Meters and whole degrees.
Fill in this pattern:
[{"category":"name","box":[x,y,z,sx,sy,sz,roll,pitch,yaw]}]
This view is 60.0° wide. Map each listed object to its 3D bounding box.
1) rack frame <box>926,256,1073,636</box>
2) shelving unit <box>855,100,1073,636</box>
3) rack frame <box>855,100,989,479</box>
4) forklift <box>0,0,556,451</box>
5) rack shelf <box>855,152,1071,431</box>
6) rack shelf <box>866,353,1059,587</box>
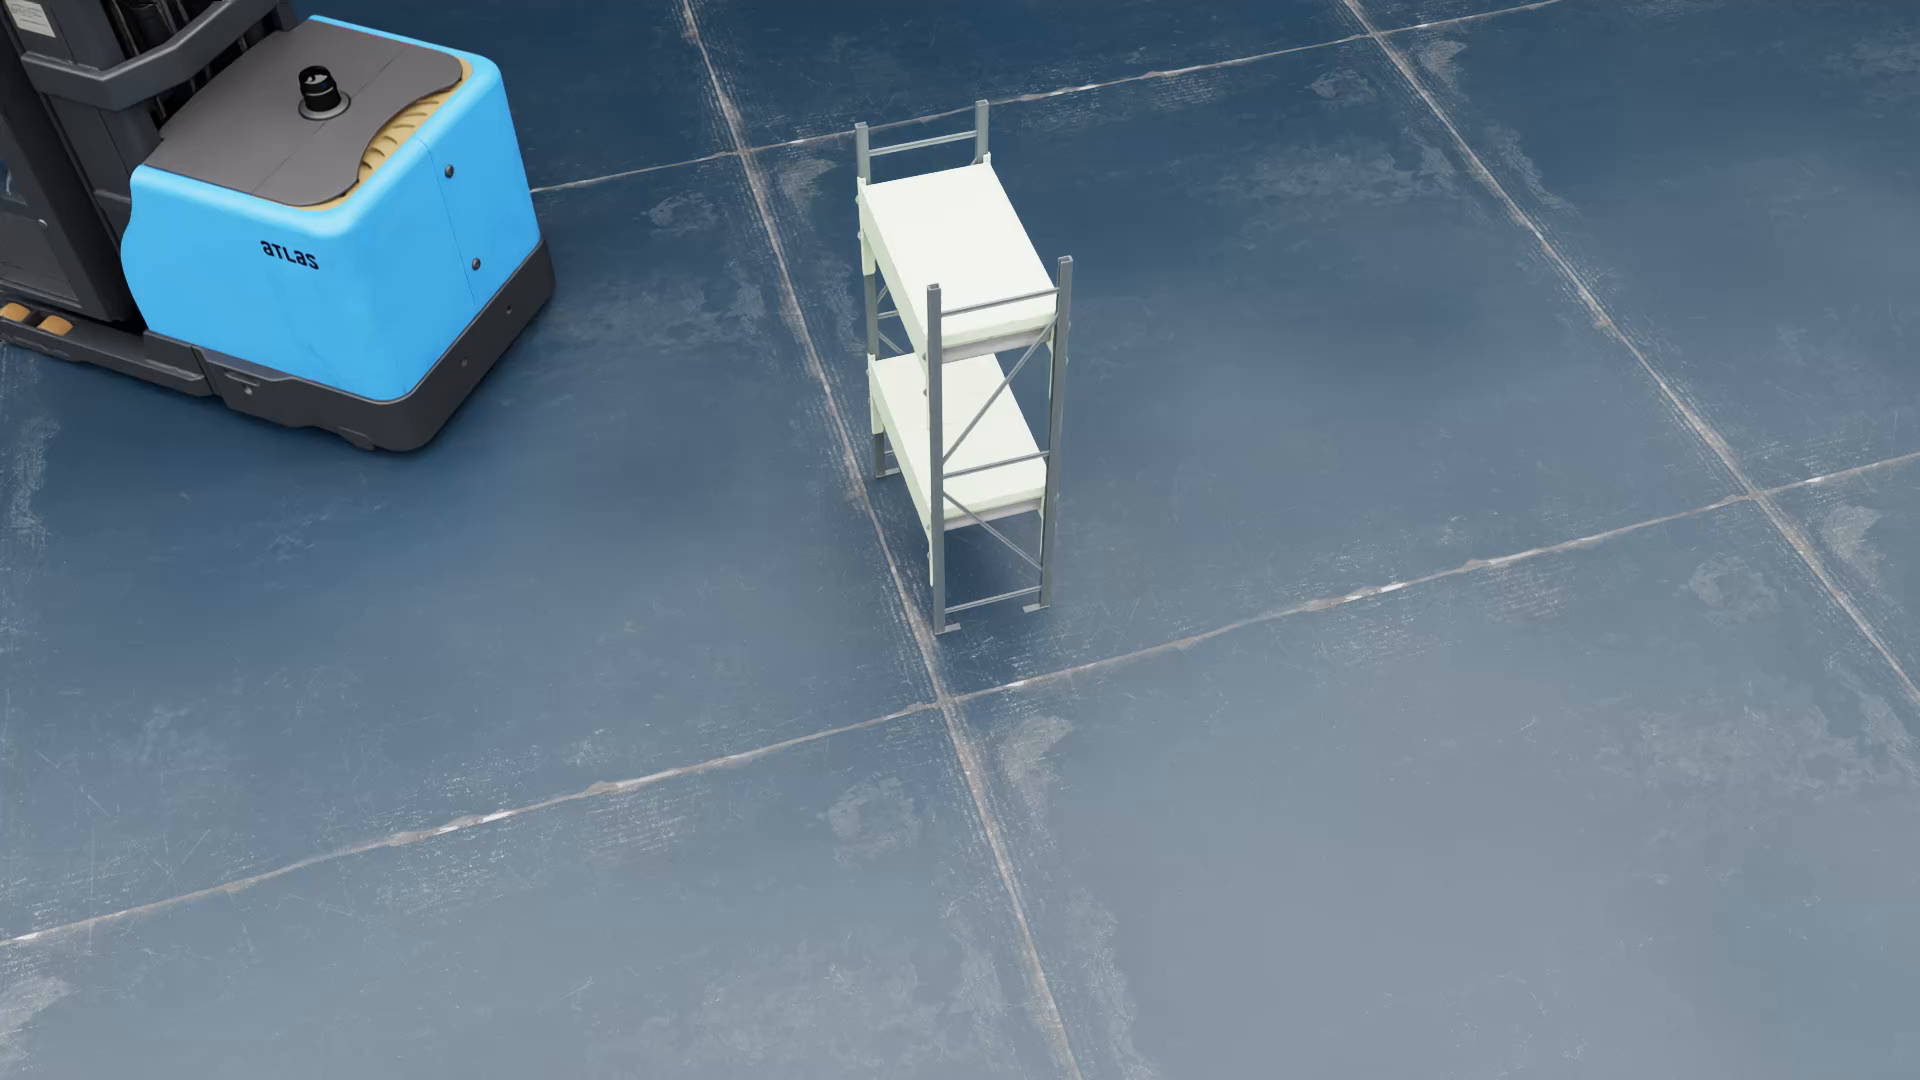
[{"category":"rack frame","box":[0.106,-0.221,4.955,0.400,1.500,0.023,-13,51,-11]},{"category":"shelving unit","box":[-0.002,-0.488,5.181,0.431,1.500,0.755,-13,51,-11]},{"category":"rack frame","box":[-0.110,-0.756,5.406,0.400,1.500,0.023,-13,51,-11]},{"category":"forklift","box":[-3.146,-1.989,5.510,3.031,2.935,1.130,17,52,14]},{"category":"rack shelf","box":[-0.002,-0.740,4.882,0.431,0.370,0.720,-13,51,-11]},{"category":"rack shelf","box":[-0.002,-0.278,5.430,0.431,0.370,0.720,-13,51,-11]}]
